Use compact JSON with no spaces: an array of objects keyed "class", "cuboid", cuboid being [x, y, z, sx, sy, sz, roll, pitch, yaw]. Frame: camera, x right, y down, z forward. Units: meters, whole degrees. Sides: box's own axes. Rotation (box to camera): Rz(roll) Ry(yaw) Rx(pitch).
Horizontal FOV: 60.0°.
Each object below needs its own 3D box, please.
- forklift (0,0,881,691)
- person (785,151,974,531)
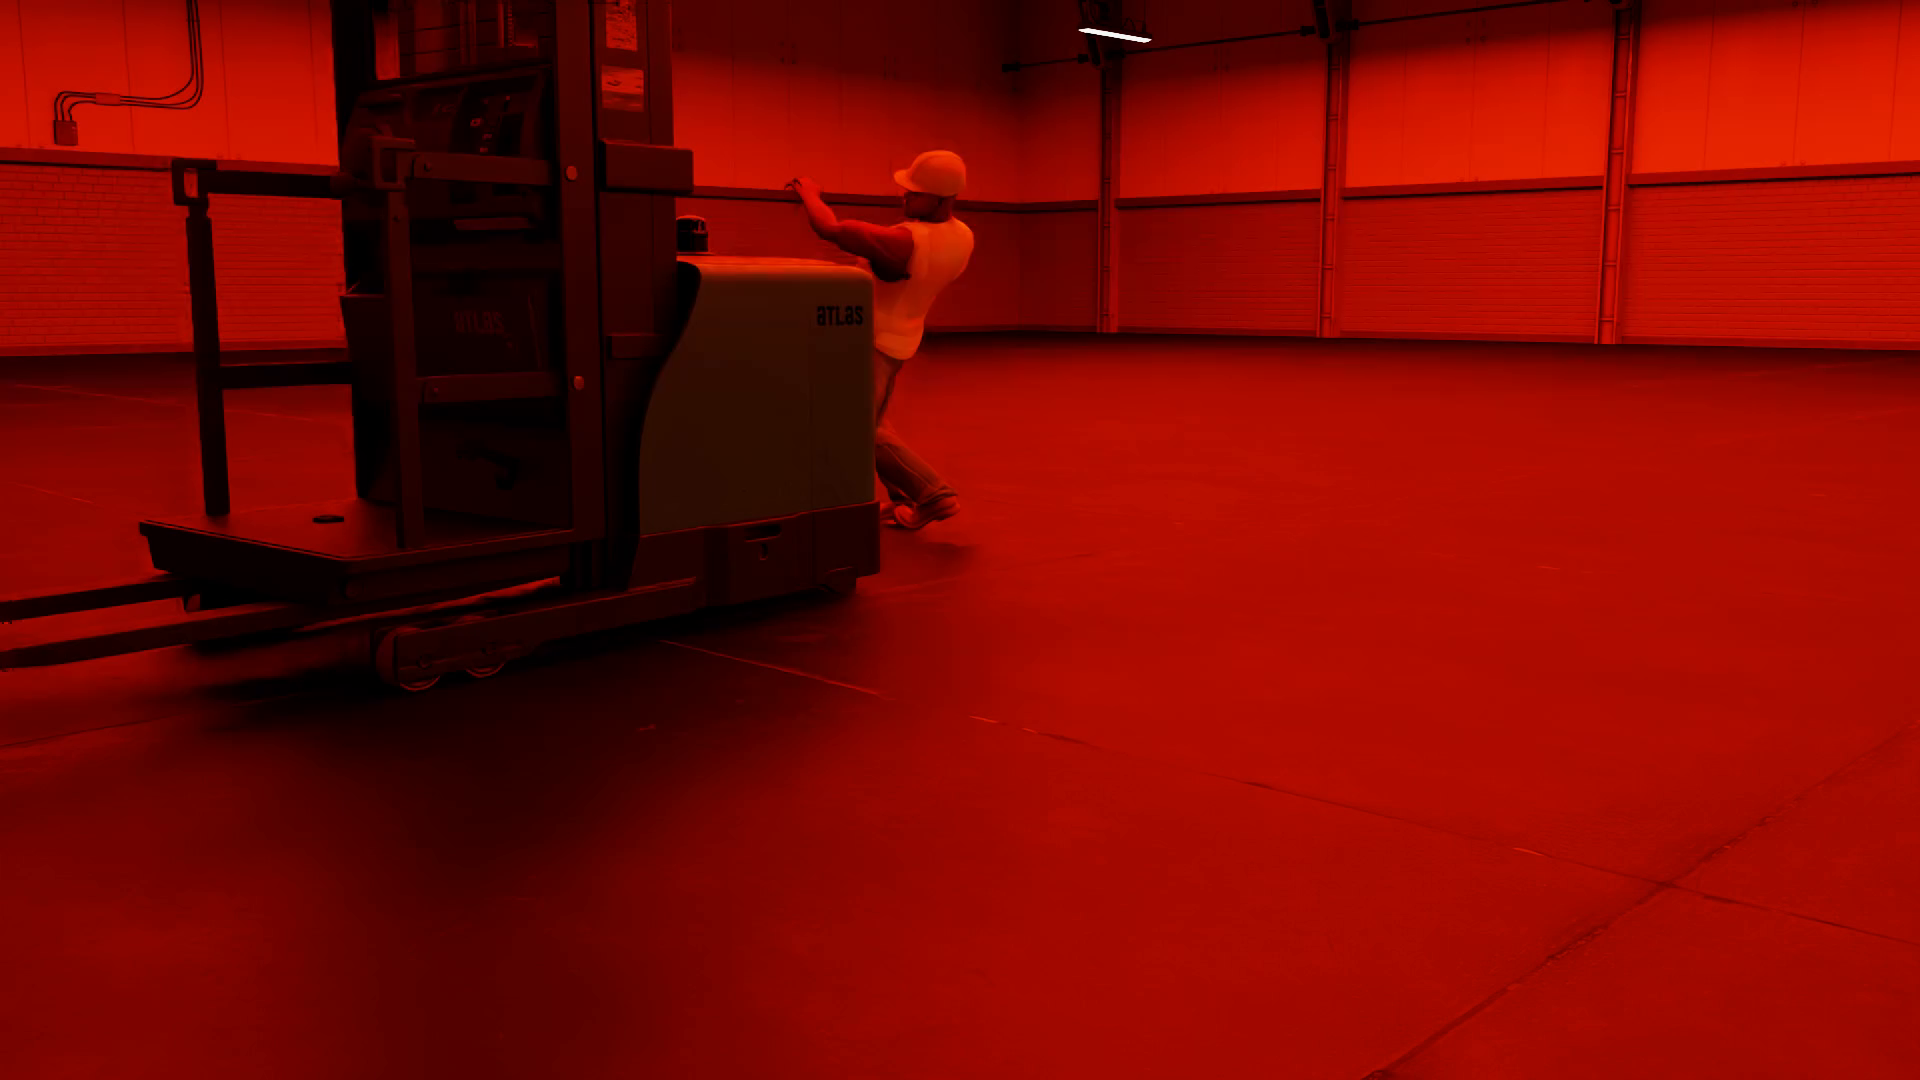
[{"class":"forklift","cuboid":[-1.590,-1.151,4.520,1.130,2.935,3.031,7,11,39]},{"class":"person","cuboid":[-0.292,-0.824,6.969,0.779,1.520,1.057,2,9,11]}]
